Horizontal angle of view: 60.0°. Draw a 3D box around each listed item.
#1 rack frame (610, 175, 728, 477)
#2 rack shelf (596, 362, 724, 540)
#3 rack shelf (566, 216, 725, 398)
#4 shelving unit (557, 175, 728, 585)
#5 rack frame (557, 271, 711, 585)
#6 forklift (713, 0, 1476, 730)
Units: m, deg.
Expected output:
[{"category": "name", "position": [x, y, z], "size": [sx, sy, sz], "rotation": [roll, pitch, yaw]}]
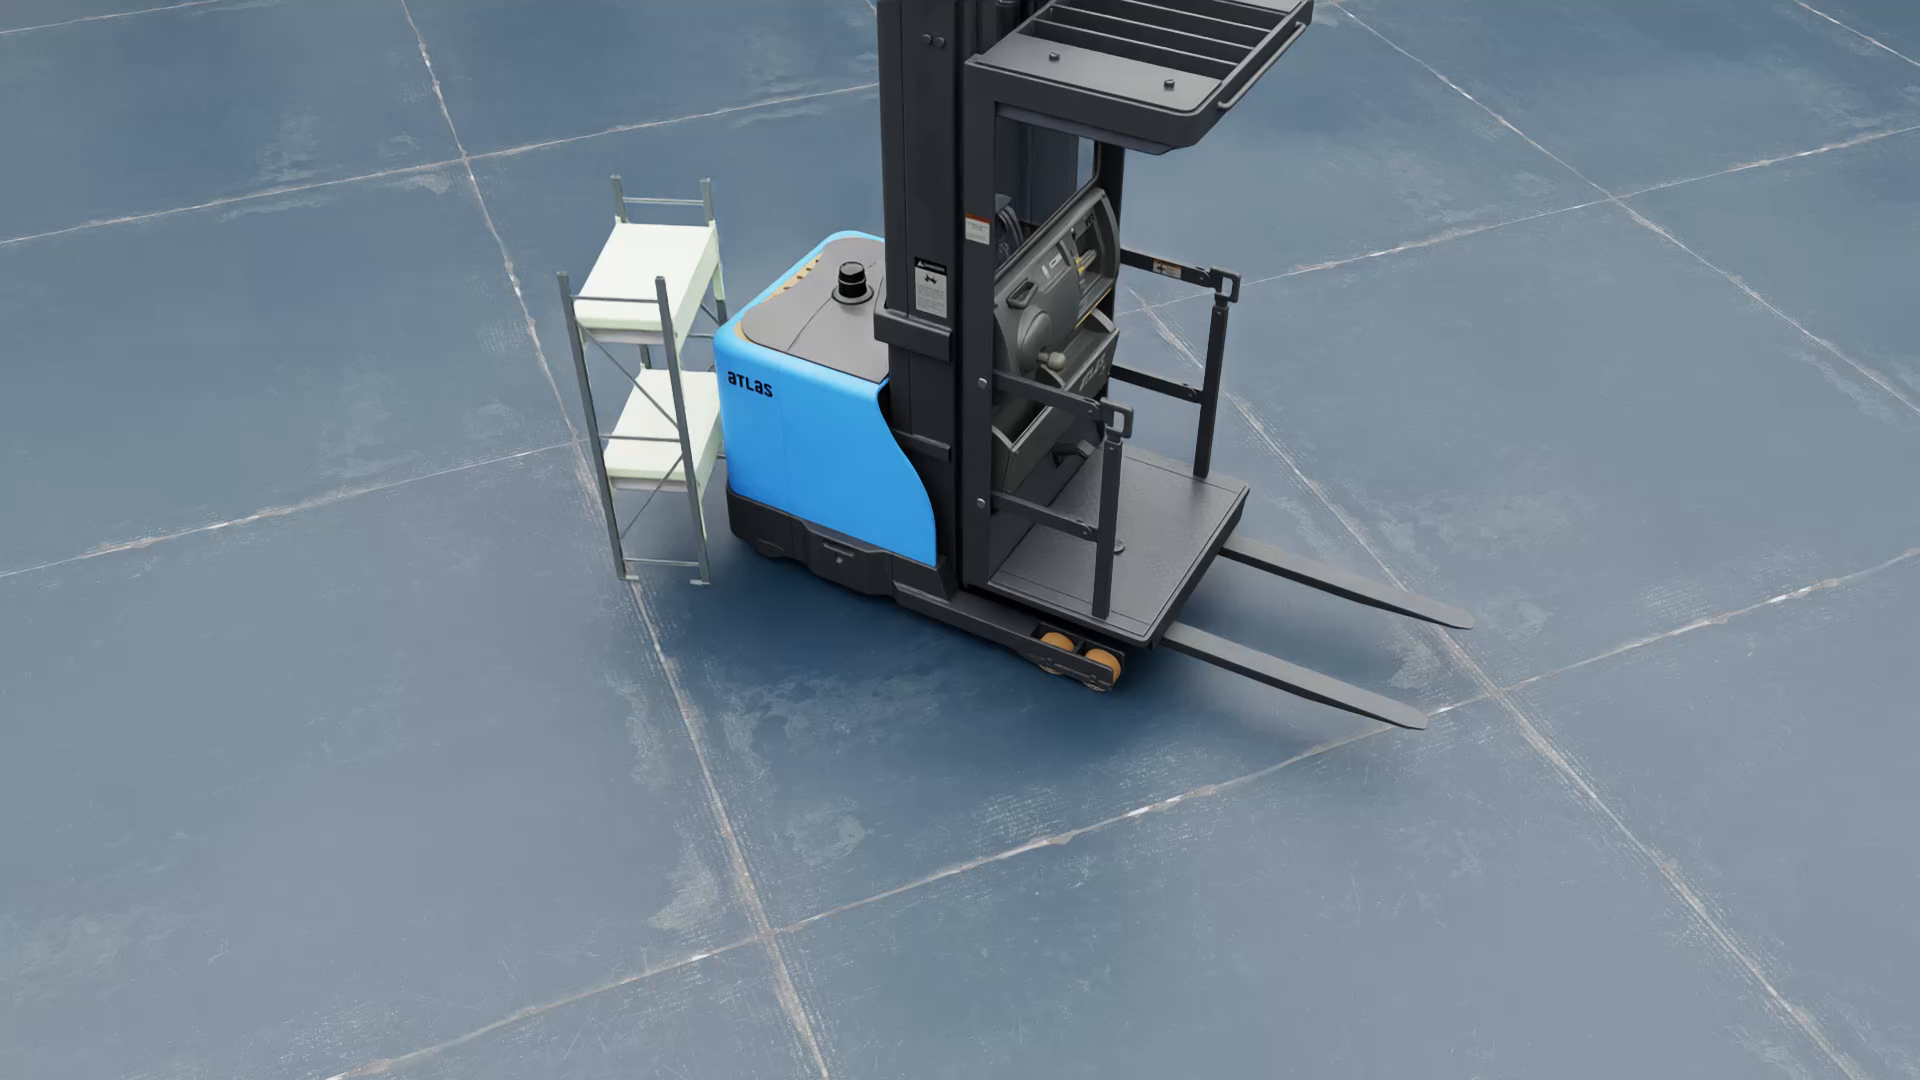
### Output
[{"category": "rack frame", "position": [-1.182, -0.871, 7.107], "size": [0.400, 1.500, 0.023], "rotation": [3, 41, 5]}, {"category": "rack shelf", "position": [-1.217, -0.386, 7.043], "size": [0.431, 0.370, 0.720], "rotation": [3, 41, 5]}, {"category": "rack shelf", "position": [-1.229, -0.930, 6.577], "size": [0.431, 0.370, 0.720], "rotation": [3, 41, 5]}, {"category": "shelving unit", "position": [-1.223, -0.634, 6.831], "size": [0.431, 1.500, 0.755], "rotation": [3, 41, 5]}, {"category": "rack frame", "position": [-1.263, -0.397, 6.555], "size": [0.400, 1.500, 0.023], "rotation": [3, 41, 5]}, {"category": "forklift", "position": [0.544, -0.915, 6.066], "size": [3.031, 2.935, 1.130], "rotation": [20, 45, 22]}]
